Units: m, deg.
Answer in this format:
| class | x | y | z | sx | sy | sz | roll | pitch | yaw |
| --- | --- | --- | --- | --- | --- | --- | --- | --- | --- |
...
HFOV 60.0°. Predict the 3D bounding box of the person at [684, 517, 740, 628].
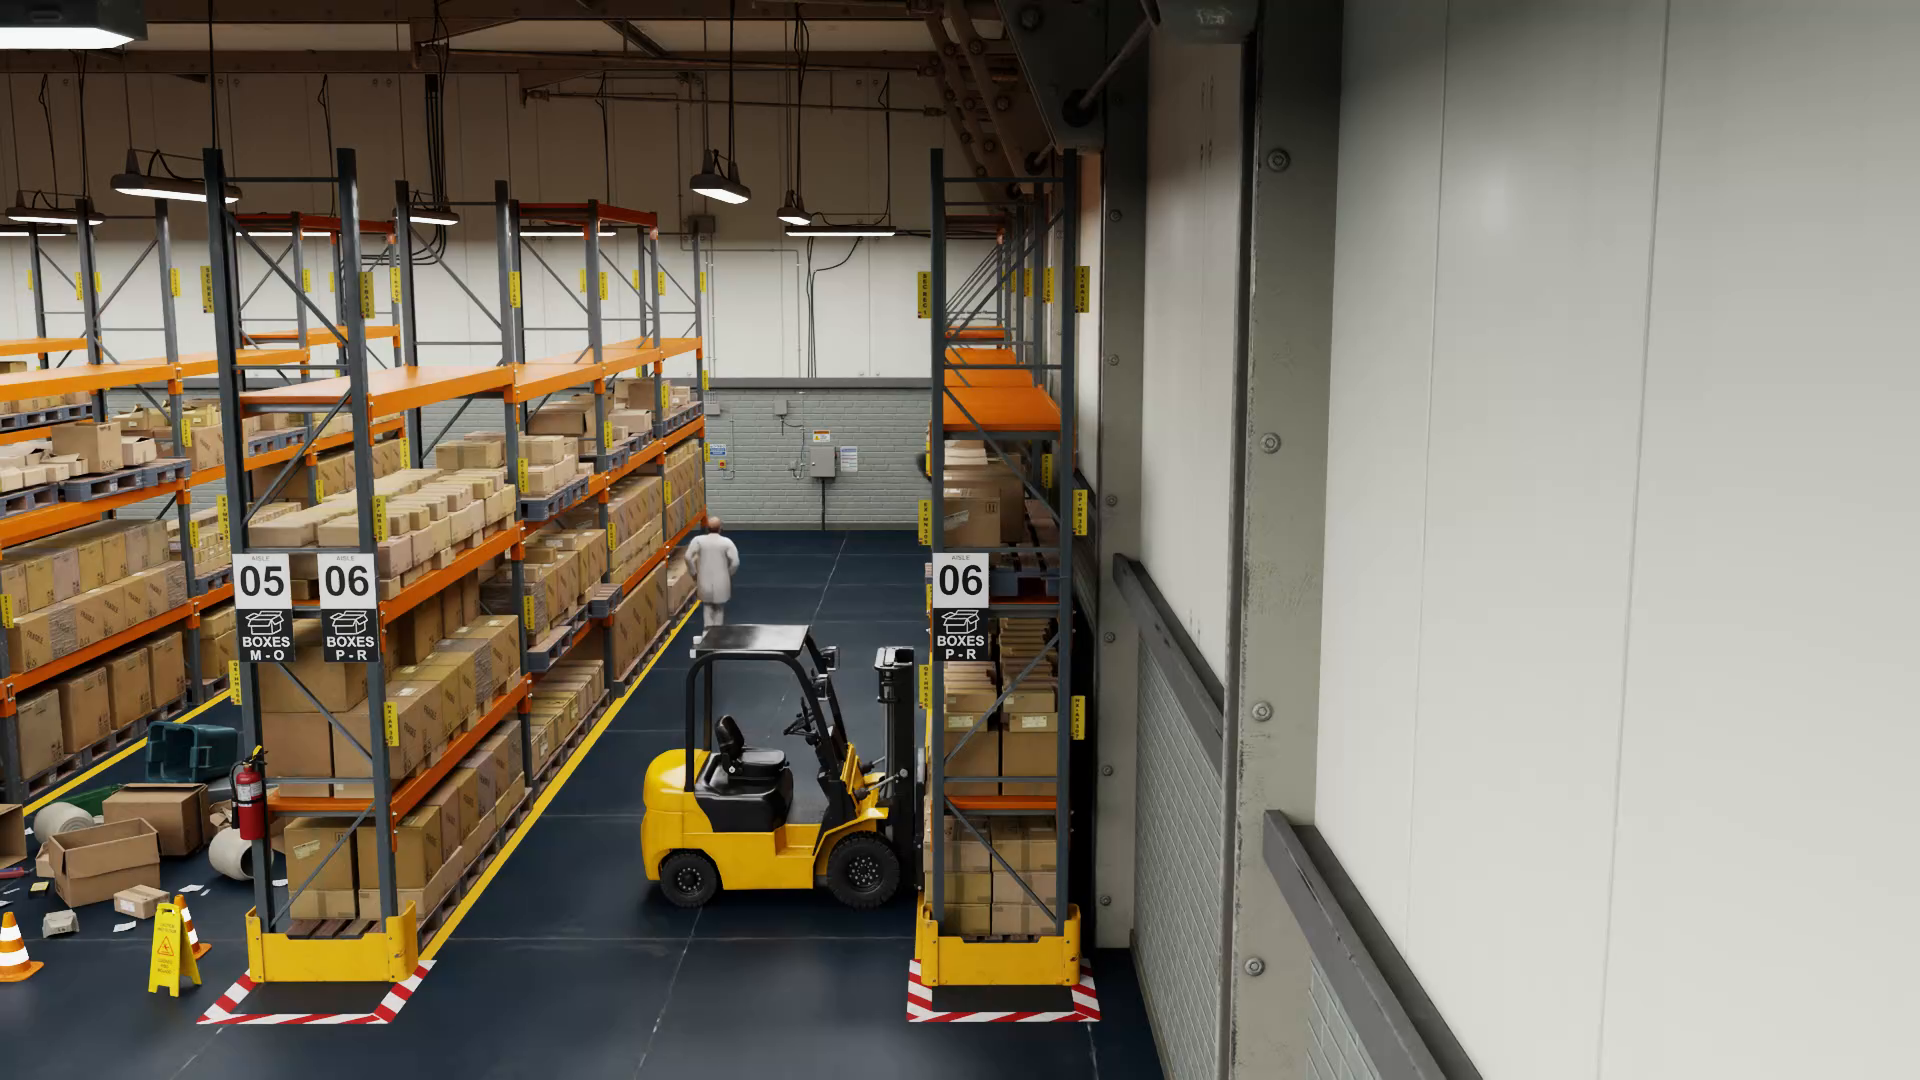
| class | x | y | z | sx | sy | sz | roll | pitch | yaw |
| --- | --- | --- | --- | --- | --- | --- | --- | --- | --- |
| person | -3.219 | 0.555 | 21.763 | 0.707 | 1.752 | 0.534 | 0 | 9 | 0 |
